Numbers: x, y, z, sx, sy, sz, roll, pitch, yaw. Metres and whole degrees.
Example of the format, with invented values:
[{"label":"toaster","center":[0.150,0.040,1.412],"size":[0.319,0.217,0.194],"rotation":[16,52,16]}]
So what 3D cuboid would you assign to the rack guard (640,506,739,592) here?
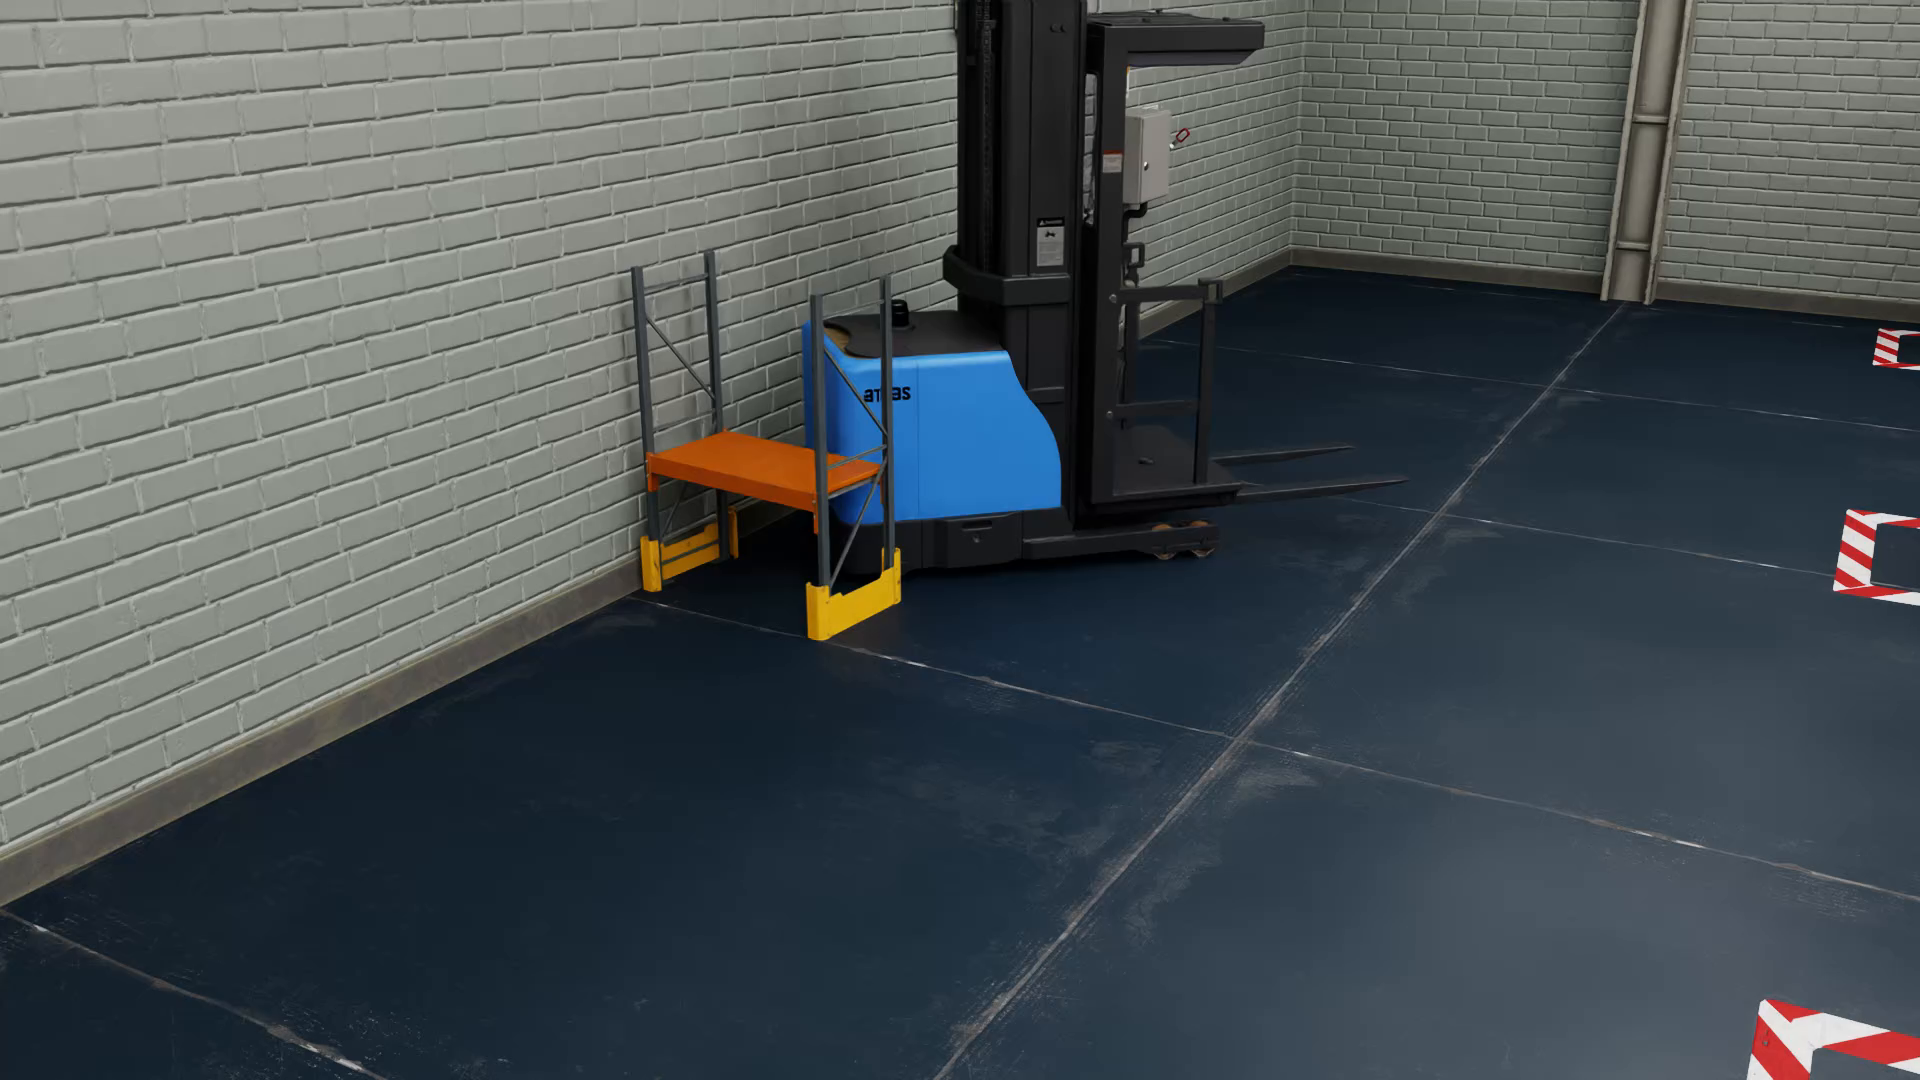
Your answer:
[{"label":"rack guard","center":[-1.277,0.038,7.895],"size":[0.087,0.250,0.587],"rotation":[14,24,33]}]

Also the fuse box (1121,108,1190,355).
[{"label":"fuse box","center":[1.308,-2.161,11.813],"size":[0.414,1.711,0.539],"rotation":[11,23,27]}]

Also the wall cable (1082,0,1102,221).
[{"label":"wall cable","center":[0.838,-3.067,10.932],"size":[0.122,1.984,0.588],"rotation":[11,23,27]}]

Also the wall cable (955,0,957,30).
[{"label":"wall cable","center":[0.156,-2.658,9.758],"size":[0.123,1.953,0.585],"rotation":[11,23,27]}]

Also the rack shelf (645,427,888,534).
[{"label":"rack shelf","center":[-0.863,-0.281,7.467],"size":[1.000,0.185,0.538],"rotation":[14,24,33]}]

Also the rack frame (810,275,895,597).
[{"label":"rack frame","center":[-0.448,-0.350,7.130],"size":[0.032,1.500,0.500],"rotation":[14,24,33]}]

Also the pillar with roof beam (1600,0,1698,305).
[{"label":"pillar with roof beam","center":[3.494,-4.968,8.865],"size":[0.400,9.000,9.100],"rotation":[11,23,27]}]

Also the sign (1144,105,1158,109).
[{"label":"sign","center":[1.368,-2.903,12.110],"size":[0.001,0.494,0.329],"rotation":[11,23,27]}]

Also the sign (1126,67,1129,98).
[{"label":"sign","center":[1.100,-3.173,11.502],"size":[0.001,0.242,0.339],"rotation":[11,23,27]}]

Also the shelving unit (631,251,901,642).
[{"label":"shelving unit","center":[-0.871,-0.452,7.411],"size":[1.083,1.500,0.587],"rotation":[14,24,33]}]

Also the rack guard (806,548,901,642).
[{"label":"rack guard","center":[-0.464,0.234,7.354],"size":[0.087,0.250,0.587],"rotation":[14,24,33]}]

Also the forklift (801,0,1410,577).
[{"label":"forklift","center":[0.776,-1.452,8.071],"size":[3.031,2.935,1.130],"rotation":[-5,21,-15]}]

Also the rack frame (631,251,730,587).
[{"label":"rack frame","center":[-1.278,-0.550,7.682],"size":[0.032,1.500,0.500],"rotation":[14,24,33]}]
